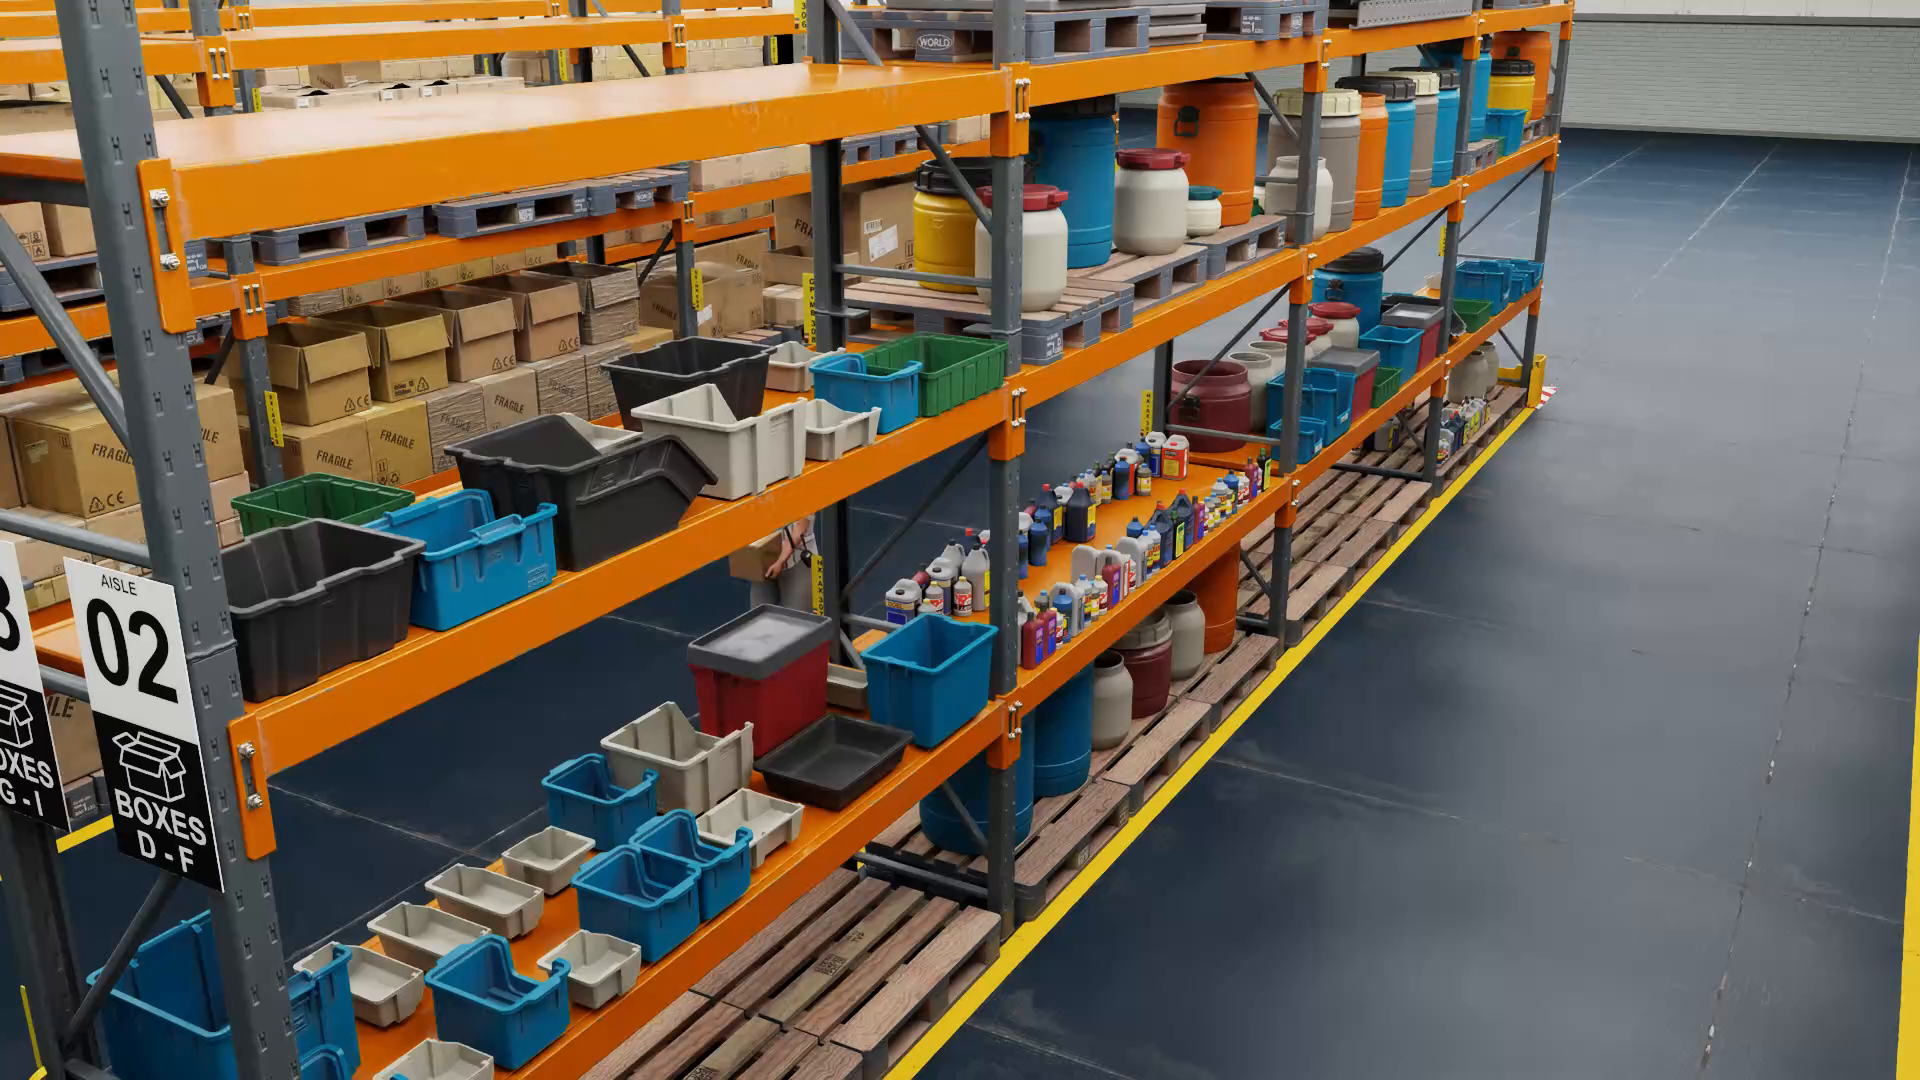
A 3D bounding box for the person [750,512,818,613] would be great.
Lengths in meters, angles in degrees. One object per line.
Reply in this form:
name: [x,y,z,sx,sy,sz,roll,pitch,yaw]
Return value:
person: [-1.159,0.159,10.577,0.494,1.766,0.565,11,22,28]
